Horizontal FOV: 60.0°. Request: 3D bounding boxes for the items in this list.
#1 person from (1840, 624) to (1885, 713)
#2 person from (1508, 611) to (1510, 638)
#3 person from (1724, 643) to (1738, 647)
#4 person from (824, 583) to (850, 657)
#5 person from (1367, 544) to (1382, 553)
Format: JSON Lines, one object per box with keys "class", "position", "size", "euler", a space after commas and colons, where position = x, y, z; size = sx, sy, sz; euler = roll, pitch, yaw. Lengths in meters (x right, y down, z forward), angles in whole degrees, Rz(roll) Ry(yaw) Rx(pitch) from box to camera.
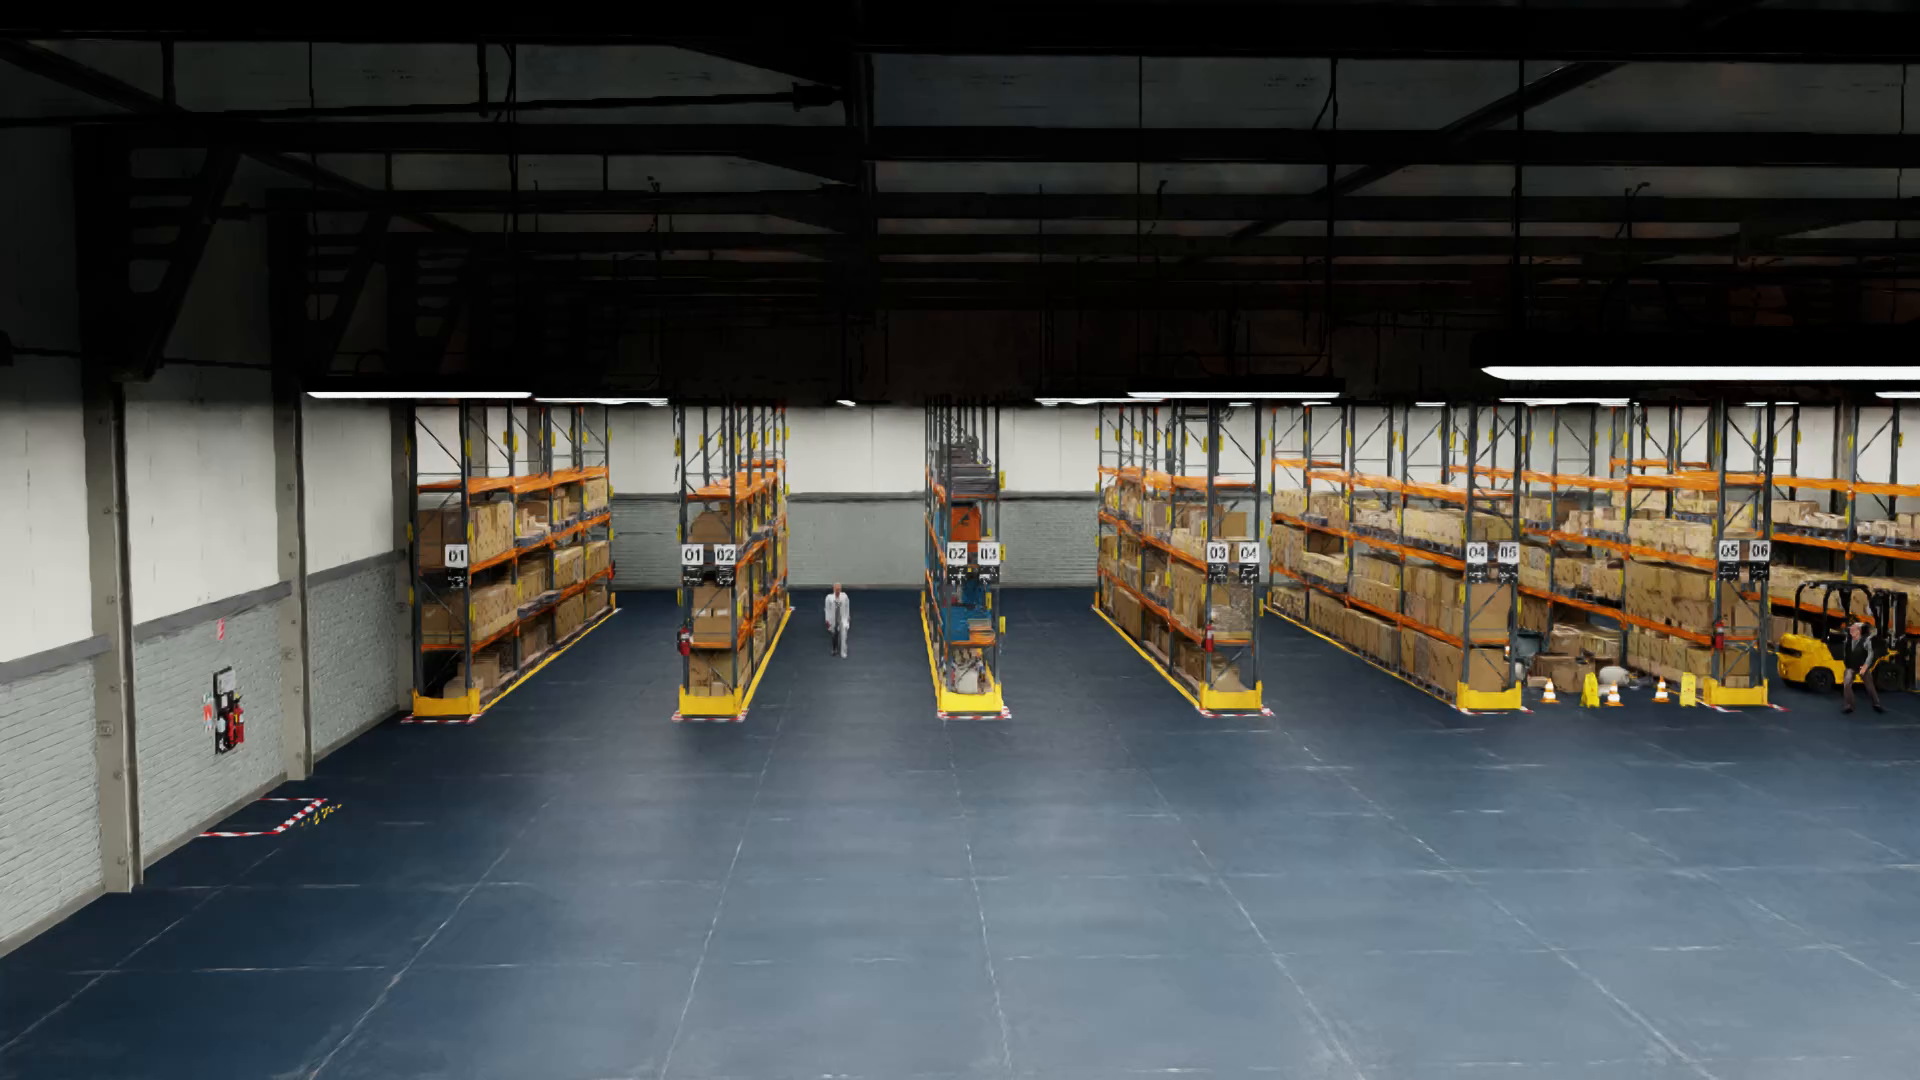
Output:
{"class": "person", "position": [16.961, 2.415, 31.226], "size": [0.700, 1.698, 0.709], "euler": [-4, 6, -43]}
{"class": "person", "position": [13.165, 1.740, 40.193], "size": [0.532, 1.588, 0.535], "euler": [2, 5, 21]}
{"class": "person", "position": [16.881, 1.932, 36.517], "size": [0.494, 1.785, 0.616], "euler": [2, 5, 27]}
{"class": "person", "position": [-2.822, 1.827, 38.285], "size": [0.601, 1.696, 1.185], "euler": [0, 5, -4]}
{"class": "person", "position": [12.566, 0.861, 50.210], "size": [0.526, 1.770, 0.753], "euler": [-3, 5, -33]}
